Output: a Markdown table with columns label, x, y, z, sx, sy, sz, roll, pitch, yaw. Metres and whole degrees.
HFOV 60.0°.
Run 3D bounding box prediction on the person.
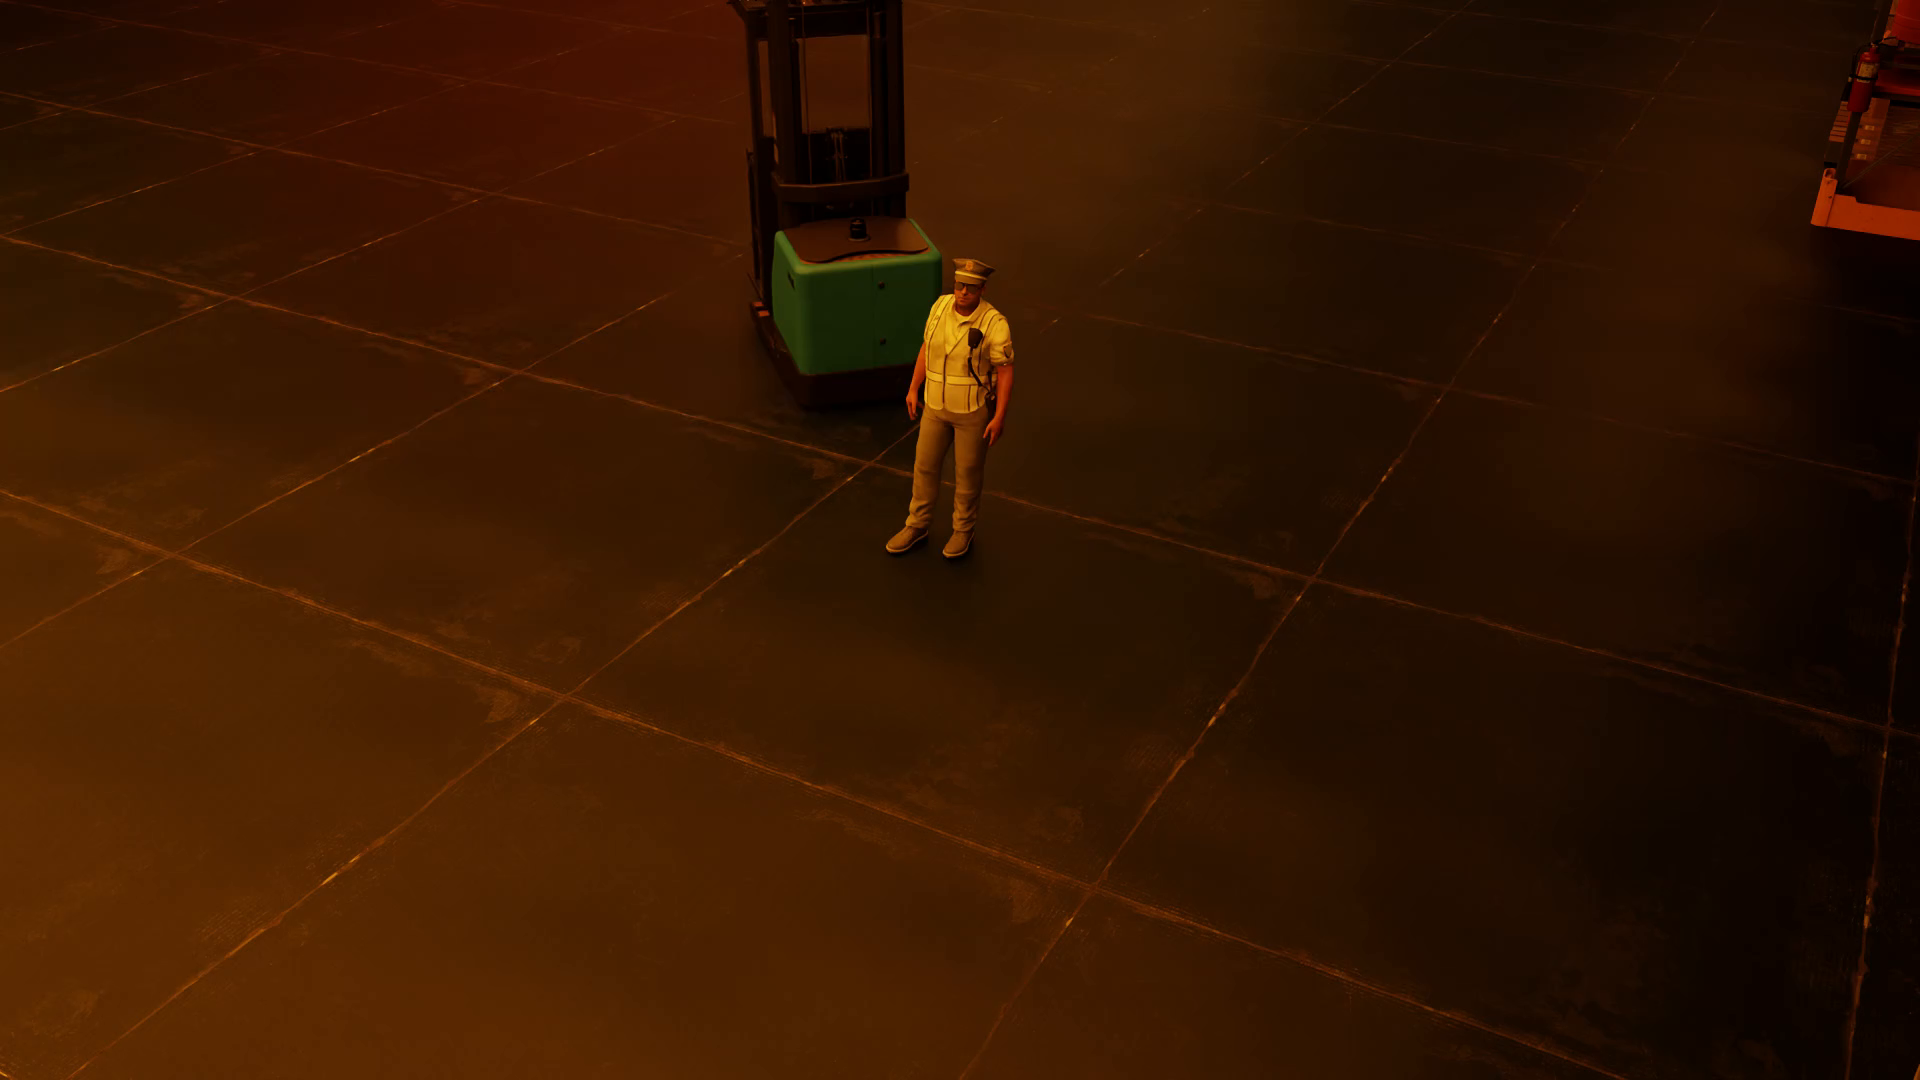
| label | x | y | z | sx | sy | sz | roll | pitch | yaw |
| --- | --- | --- | --- | --- | --- | --- | --- | --- | --- |
| person | -0.048 | -0.747 | 9.500 | 0.640 | 1.781 | 0.575 | 15 | 33 | 25 |

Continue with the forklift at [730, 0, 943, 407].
| label | x | y | z | sx | sy | sz | roll | pitch | yaw |
| --- | --- | --- | --- | --- | --- | --- | --- | --- | --- |
| forklift | -1.004 | -2.909 | 12.111 | 1.130 | 2.935 | 3.031 | -8 | 31 | -14 |
